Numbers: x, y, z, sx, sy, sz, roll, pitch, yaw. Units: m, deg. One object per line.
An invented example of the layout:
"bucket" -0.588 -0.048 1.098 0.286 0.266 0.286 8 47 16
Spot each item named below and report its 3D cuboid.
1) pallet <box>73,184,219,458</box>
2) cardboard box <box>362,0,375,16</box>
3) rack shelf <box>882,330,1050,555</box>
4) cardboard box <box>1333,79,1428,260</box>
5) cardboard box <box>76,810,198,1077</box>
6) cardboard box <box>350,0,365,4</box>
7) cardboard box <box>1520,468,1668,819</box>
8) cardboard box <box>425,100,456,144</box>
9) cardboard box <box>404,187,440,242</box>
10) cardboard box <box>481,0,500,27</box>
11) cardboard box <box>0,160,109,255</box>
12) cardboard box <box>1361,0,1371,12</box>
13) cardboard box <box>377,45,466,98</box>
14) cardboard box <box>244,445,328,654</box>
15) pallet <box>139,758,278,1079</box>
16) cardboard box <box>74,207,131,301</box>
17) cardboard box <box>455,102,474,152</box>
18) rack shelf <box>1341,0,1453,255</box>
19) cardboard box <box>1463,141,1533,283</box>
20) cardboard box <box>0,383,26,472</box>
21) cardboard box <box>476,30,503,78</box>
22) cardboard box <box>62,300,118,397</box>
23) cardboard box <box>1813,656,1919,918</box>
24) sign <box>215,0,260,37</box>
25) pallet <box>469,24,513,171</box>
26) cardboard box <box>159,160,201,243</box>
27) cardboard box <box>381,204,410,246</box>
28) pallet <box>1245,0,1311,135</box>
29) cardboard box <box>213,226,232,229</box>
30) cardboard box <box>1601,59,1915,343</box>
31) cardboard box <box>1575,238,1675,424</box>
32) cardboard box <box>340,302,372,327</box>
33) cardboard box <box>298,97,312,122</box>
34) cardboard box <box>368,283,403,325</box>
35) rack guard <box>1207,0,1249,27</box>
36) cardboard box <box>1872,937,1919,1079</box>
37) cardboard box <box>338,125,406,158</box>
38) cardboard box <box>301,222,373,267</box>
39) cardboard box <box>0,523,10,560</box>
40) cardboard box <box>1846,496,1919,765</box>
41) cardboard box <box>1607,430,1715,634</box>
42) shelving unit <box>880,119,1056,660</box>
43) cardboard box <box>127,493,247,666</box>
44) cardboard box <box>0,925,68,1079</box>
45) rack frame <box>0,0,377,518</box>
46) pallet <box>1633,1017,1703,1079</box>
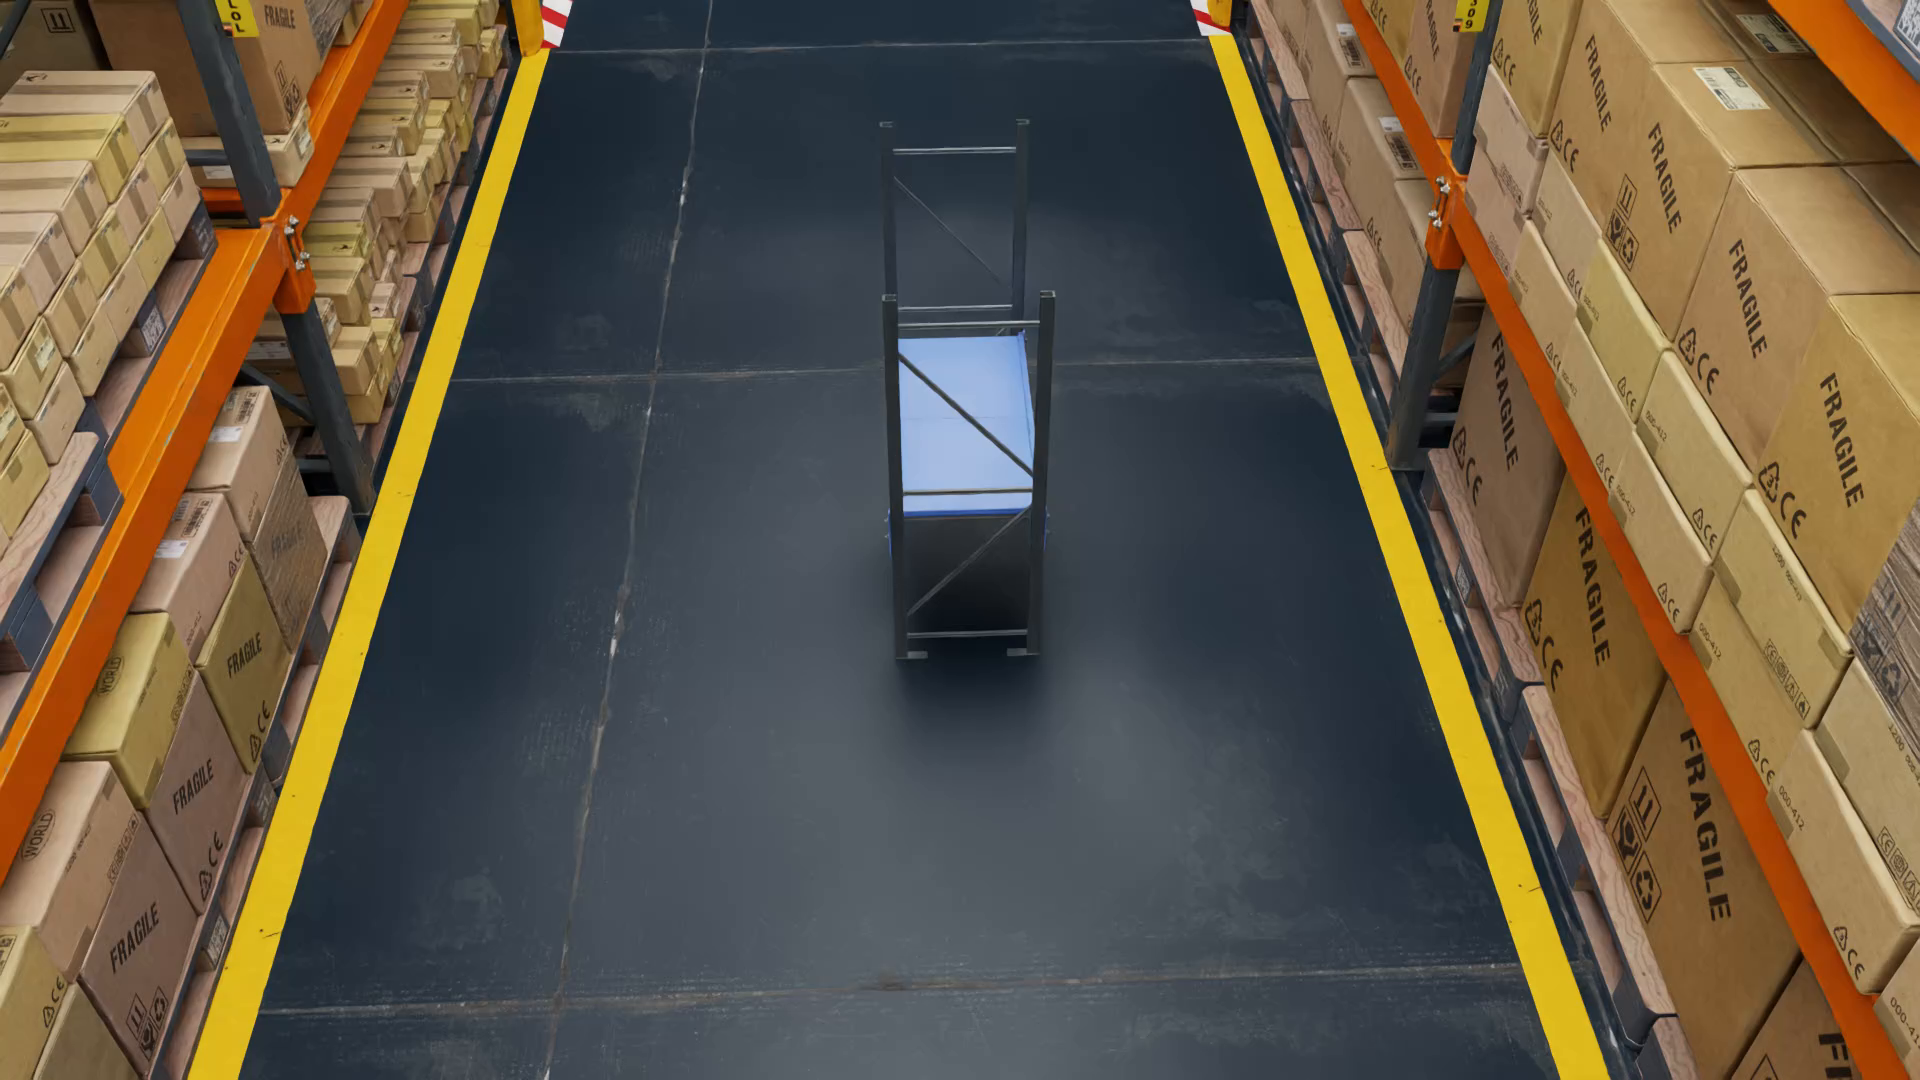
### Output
"pallet" -2.865 -0.627 4.856 1.003 0.211 1.213 -2 43 -2
"cardboard box" -2.541 -2.214 6.631 0.380 0.149 0.250 0 43 0
"rack shelf" 0.004 -0.363 5.802 0.538 0.185 1.000 -2 43 -2
"cardboard box" 2.232 -1.670 7.437 0.875 0.438 0.875 -3 43 -3
"cardboard box" -2.408 1.079 4.393 0.500 0.500 0.500 -3 43 -3
"cardboard box" -2.535 -2.381 6.333 0.500 0.500 0.500 -2 43 -3
"cardboard box" 2.342 0.226 5.045 0.875 0.875 0.875 -1 43 -1
"cardboard box" -2.563 -1.910 7.693 0.380 0.149 0.250 0 43 0
"cardboard box" -2.542 -1.452 7.413 0.380 0.149 0.250 -3 43 -3
"cardboard box" -2.614 -2.784 8.646 0.380 0.149 0.250 -3 43 -3
"cardboard box" -2.518 -0.878 4.423 0.380 0.149 0.250 -3 43 -3
"cardboard box" 1.851 -2.457 6.637 0.500 0.500 0.500 -2 43 -2
"cardboard box" -2.540 -2.193 7.781 0.380 0.149 0.250 0 43 0
"cardboard box" -2.469 0.041 5.524 0.500 0.500 0.500 -2 43 -3
"pallet" -2.662 1.161 4.827 1.003 0.211 1.213 -2 43 -2
"cardboard box" -2.518 -0.781 4.538 0.380 0.149 0.250 0 43 0
"cardboard box" -2.557 -1.985 7.994 0.380 0.149 0.250 -3 43 -4
"rack shelf" 2.105 -2.513 7.304 1.077 0.370 4.000 -2 43 -2
"cardboard box" 1.945 -1.068 5.307 0.500 0.250 0.500 -3 43 -3
"cardboard box" -2.478 -0.237 3.944 0.380 0.149 0.250 -1 43 -2
"cardboard box" -2.579 -2.502 8.559 0.380 0.149 0.250 0 43 0
"cardboard box" -2.506 -0.505 4.456 0.380 0.149 0.250 -4 43 -4
"cardboard box" 2.060 0.477 3.250 0.500 0.250 0.500 -3 43 -3
"sign" -2.197 -1.663 4.988 0.100 0.325 0.005 -2 43 -2
"pallet" -2.919 -2.290 8.592 1.003 0.211 1.213 -2 43 -2
"cardboard box" -2.537 -1.018 5.016 0.380 0.149 0.250 -3 43 -3
"cardboard box" -2.591 -1.386 7.121 0.380 0.149 0.250 0 43 0
"pallet" 2.132 -2.563 8.890 1.003 0.211 1.213 -2 43 -2
"cardboard box" -3.095 -1.113 6.603 0.380 0.149 0.250 -2 43 -2
"cardboard box" 1.989 -0.847 4.140 0.500 0.500 0.500 -3 43 -3
"cardboard box" 1.972 -0.559 4.381 0.500 0.250 0.500 -1 43 -1
"cardboard box" -2.548 -0.854 6.540 0.380 0.149 0.250 -1 43 -1
"cardboard box" -2.522 -1.498 5.851 0.380 0.149 0.250 0 43 -1
"cardboard box" -2.520 -0.923 6.836 0.380 0.149 0.250 -2 43 -2
"rack guard" 2.019 -3.223 9.397 1.175 0.500 0.348 -2 43 -2
"cardboard box" 2.079 0.994 3.057 0.500 0.250 0.500 -3 43 -3
"cardboard box" -2.629 -1.668 7.208 0.380 0.149 0.250 -3 43 -4
"cardboard box" -2.572 -1.137 6.629 0.380 0.149 0.250 -2 43 -2
"cardboard box" -2.467 0.042 3.860 0.380 0.149 0.250 -3 43 -3
"cardboard box" 2.046 0.179 3.021 0.500 0.500 0.500 -1 43 -1
"cardboard box" 1.986 -0.035 4.179 0.500 0.250 0.500 -2 43 -2
"shelving unit" 0.004 -0.495 5.680 0.538 1.500 1.048 -2 43 -2
"cardboard box" -2.459 0.115 4.889 0.500 0.250 0.500 0 43 0
"cardboard box" -2.391 1.158 3.751 0.500 0.250 0.500 -2 43 -2
"rack frame" -2.752 -1.218 5.359 1.000 3.000 0.127 -2 43 -2
"pallet" 2.401 1.766 4.167 1.003 0.211 1.213 -2 43 -2
